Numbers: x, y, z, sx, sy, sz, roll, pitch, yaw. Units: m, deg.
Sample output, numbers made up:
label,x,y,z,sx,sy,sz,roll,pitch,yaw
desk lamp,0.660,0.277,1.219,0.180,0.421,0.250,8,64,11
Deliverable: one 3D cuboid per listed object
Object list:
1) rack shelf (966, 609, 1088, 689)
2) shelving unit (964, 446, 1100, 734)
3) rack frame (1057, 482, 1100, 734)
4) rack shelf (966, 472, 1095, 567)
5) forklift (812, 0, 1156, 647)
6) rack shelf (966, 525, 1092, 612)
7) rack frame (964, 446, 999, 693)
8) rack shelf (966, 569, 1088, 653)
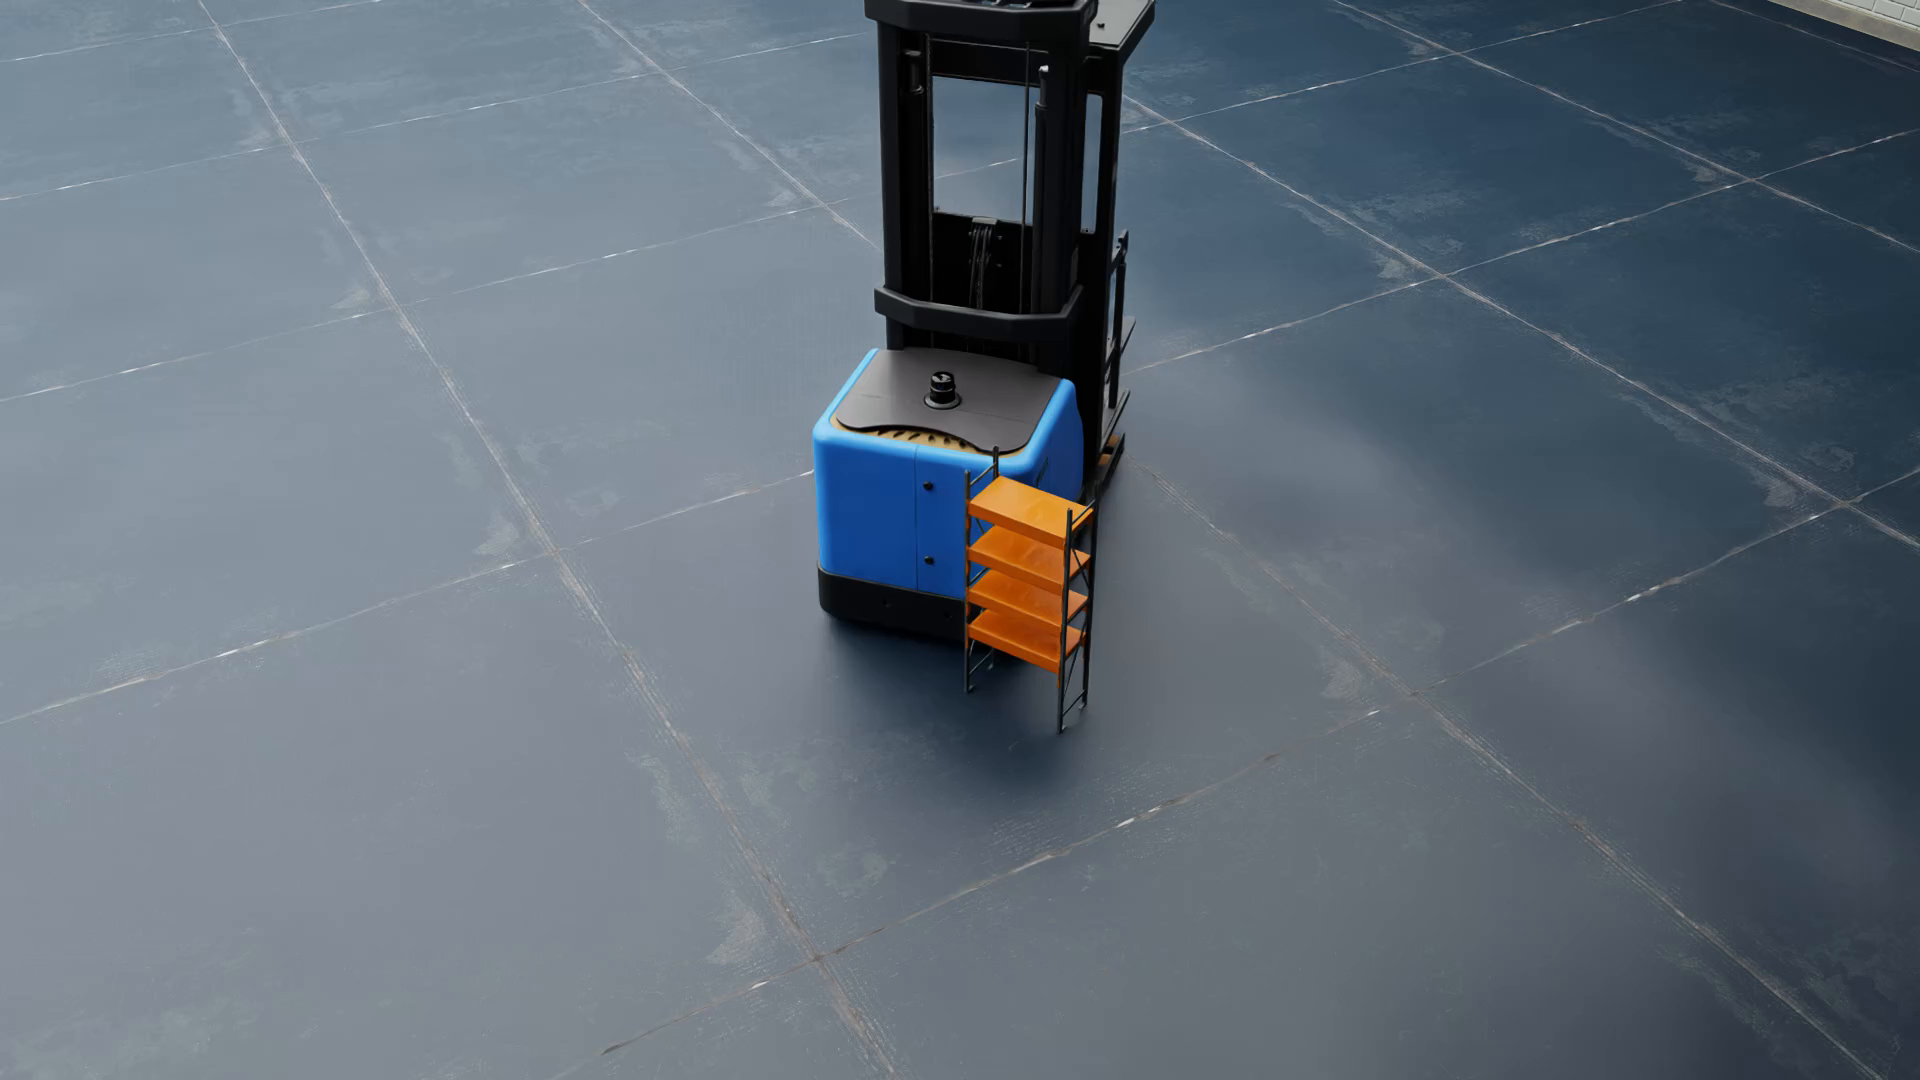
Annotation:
label,x,y,z,sx,sy,sz,roll,pitch,yaw
rack shelf,0.294,0.443,7.305,0.480,0.148,0.258,21,41,27
shelving unit,0.294,0.228,7.148,0.503,1.200,0.258,21,41,27
rack frame,0.498,0.307,7.039,0.015,1.200,0.240,21,41,27
rack shelf,0.294,-0.089,6.916,0.480,0.148,0.258,21,41,27
forklift,0.262,-1.546,8.109,1.130,2.935,3.031,11,37,14
rack shelf,0.294,0.102,7.056,0.480,0.148,0.258,21,41,27
rack frame,0.091,0.148,7.257,0.015,1.200,0.240,21,41,27
rack shelf,0.294,0.282,7.188,0.480,0.148,0.258,21,41,27
